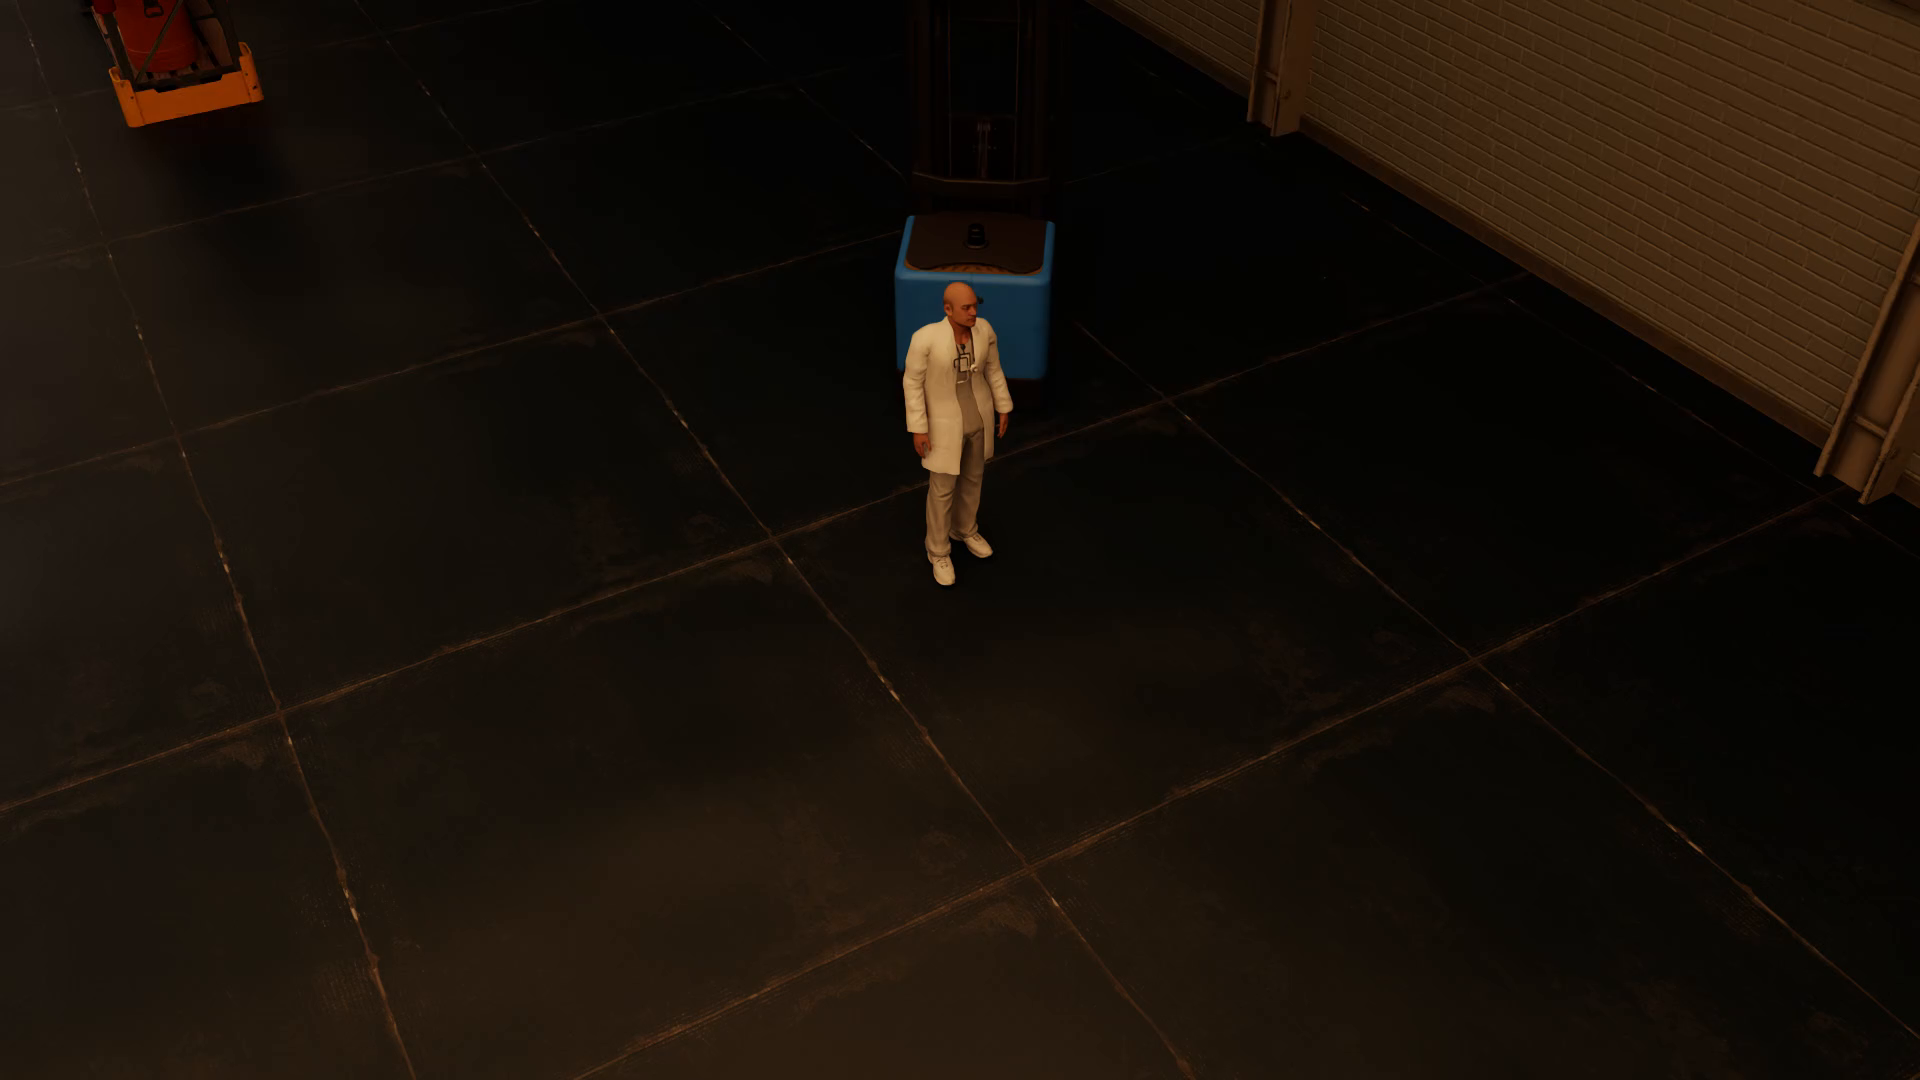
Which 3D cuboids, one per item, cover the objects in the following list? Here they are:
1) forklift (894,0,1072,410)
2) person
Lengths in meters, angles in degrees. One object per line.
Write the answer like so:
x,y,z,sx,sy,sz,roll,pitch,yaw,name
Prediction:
0.204,-2.944,11.585,1.130,2.935,3.031,3,40,4,forklift
0.041,-0.638,9.698,0.694,1.776,0.581,-20,44,-23,person
